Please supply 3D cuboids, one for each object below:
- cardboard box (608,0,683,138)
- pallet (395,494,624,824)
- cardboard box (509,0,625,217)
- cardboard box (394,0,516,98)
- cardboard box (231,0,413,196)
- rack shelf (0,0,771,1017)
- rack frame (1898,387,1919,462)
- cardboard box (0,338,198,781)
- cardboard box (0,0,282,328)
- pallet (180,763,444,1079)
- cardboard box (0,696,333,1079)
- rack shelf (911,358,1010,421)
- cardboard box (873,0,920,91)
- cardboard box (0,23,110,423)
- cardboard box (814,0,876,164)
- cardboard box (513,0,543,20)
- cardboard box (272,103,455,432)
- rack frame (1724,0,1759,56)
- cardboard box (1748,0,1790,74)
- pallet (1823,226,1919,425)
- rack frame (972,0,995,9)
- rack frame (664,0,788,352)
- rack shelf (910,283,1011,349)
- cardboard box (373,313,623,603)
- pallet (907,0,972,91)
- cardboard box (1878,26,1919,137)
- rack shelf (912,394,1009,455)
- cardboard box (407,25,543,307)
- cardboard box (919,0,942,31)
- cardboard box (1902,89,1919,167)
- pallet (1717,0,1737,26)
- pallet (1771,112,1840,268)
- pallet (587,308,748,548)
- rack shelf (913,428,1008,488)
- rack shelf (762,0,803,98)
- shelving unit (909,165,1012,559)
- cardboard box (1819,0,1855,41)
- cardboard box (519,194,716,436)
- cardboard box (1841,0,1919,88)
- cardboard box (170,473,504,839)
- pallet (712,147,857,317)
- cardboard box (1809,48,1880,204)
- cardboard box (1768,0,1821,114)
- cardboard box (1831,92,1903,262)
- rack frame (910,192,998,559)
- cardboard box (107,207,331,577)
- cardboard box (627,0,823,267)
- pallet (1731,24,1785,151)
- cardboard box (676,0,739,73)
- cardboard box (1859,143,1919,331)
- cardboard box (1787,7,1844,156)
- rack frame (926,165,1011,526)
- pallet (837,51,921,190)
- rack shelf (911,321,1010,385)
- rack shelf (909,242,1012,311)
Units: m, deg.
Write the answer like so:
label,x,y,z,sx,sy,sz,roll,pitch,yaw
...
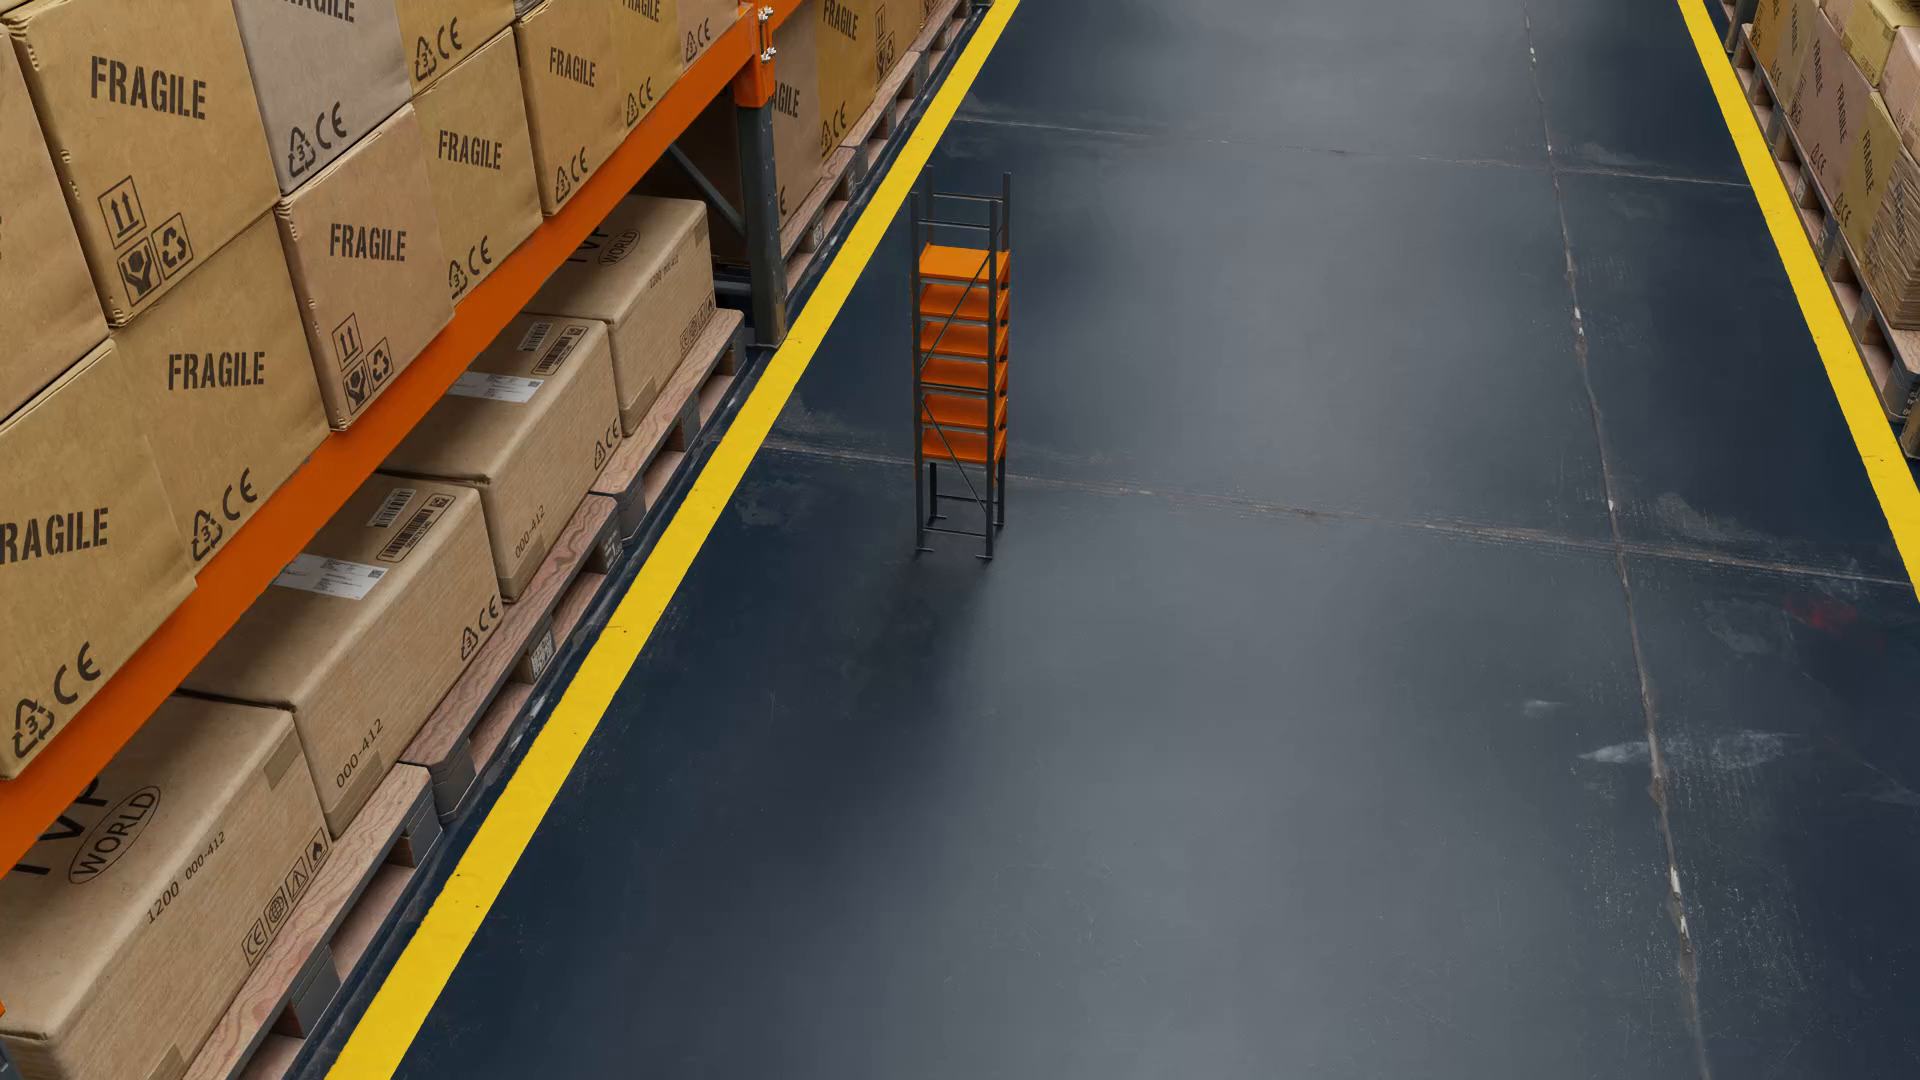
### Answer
label,x,y,z,sx,sy,sz,roll,pitch,yaw
cardboard box,-1.111,-1.466,4.631,0.500,0.500,0.500,6,36,9
pallet,-1.654,0.238,4.742,1.003,0.211,1.213,7,37,10
cardboard box,-1.204,-1.176,4.231,0.500,0.500,0.500,7,36,9
cardboard box,-1.319,-1.290,3.536,0.500,0.500,0.500,7,37,10
cardboard box,-1.425,-1.004,3.141,0.500,0.500,0.500,7,37,10
rack shelf,-1.584,-0.581,4.108,1.077,0.370,4.000,7,37,10
rack frame,3.700,-1.456,4.703,1.000,3.000,0.127,7,37,10
cardboard box,-1.629,-0.005,2.616,0.500,0.500,0.500,7,37,10
cardboard box,-1.527,-0.707,2.733,0.500,0.500,0.500,6,36,9
pallet,-1.917,0.935,3.780,1.003,0.211,1.213,7,37,10
cardboard box,-1.968,0.751,3.483,0.875,0.438,0.875,6,36,8
rack shelf,0.003,-0.458,4.935,0.258,0.103,0.180,7,37,10
cardboard box,-0.726,-2.725,7.907,0.875,0.875,0.875,8,37,11
cardboard box,-1.631,-0.410,2.323,0.500,0.500,0.500,7,36,9
cardboard box,-0.918,-2.213,7.200,0.875,0.875,0.875,8,37,11
cardboard box,-1.204,-1.576,3.931,0.500,0.500,0.500,8,37,11
cardboard box,-1.421,-0.588,3.420,0.500,0.500,0.500,7,37,10
rack frame,4.555,-3.749,7.867,1.000,3.000,0.127,7,37,10
cardboard box,4.154,-2.534,7.962,0.500,0.500,0.500,6,36,8
pallet,3.865,-0.774,6.138,1.003,0.211,1.213,7,37,10
rack frame,-0.303,-4.312,8.643,1.000,3.000,0.127,7,37,10
rack frame,-1.157,-2.019,5.479,1.000,3.000,0.127,7,37,10
rack shelf,0.003,-0.652,4.795,0.258,0.103,0.180,7,37,10
cardboard box,-1.587,-0.292,4.922,0.875,0.438,0.875,6,36,9
pallet,-0.545,-2.740,8.851,1.003,0.211,1.213,7,37,10
cardboard box,3.735,-1.669,6.131,0.500,0.250,0.500,9,37,12
rack shelf,0.003,-0.361,5.006,0.258,0.103,0.180,7,37,10
cardboard box,-1.331,-0.877,3.819,0.500,0.500,0.500,8,37,12
cardboard box,-0.531,-3.236,8.612,0.875,0.875,0.875,7,37,10
cardboard box,3.612,-1.377,5.726,0.500,0.250,0.500,6,36,9
pallet,4.797,-3.063,9.296,1.003,0.211,1.213,7,37,10
pallet,4.123,-1.475,7.106,1.003,0.211,1.213,7,37,10
pallet,-1.396,-0.464,5.710,1.003,0.211,1.213,7,37,10
rack shelf,0.003,-0.264,5.076,0.258,0.103,0.180,7,37,10
rack shelf,-0.730,-2.874,7.273,1.077,0.370,4.000,7,37,10
shelving unit,0.003,-0.494,4.909,0.258,1.200,0.189,7,37,10
cardboard box,3.944,-2.273,6.964,0.500,0.250,0.500,8,37,10
cardboard box,-1.396,-0.805,5.630,0.875,0.438,0.875,7,36,9
cardboard box,3.834,-1.974,6.551,0.500,0.250,0.500,6,36,8
cardboard box,-1.781,0.225,4.209,0.875,0.438,0.875,8,37,11
pallet,-1.066,-1.342,6.921,1.003,0.211,1.213,7,37,10
cardboard box,3.836,-1.658,6.753,0.500,0.500,0.500,7,36,9
cardboard box,4.050,-2.245,7.564,0.500,0.500,0.500,8,37,11
cardboard box,3.722,-1.364,6.348,0.500,0.500,0.500,6,36,9
rack frame,-0.016,-0.442,4.837,0.240,1.200,0.006,7,37,10
cardboard box,-1.548,-0.299,3.021,0.500,0.500,0.500,7,36,9
cardboard box,-1.103,-1.694,6.484,0.875,0.875,0.875,8,37,11
pallet,4.386,-2.173,8.068,1.003,0.211,1.213,7,37,10
cardboard box,-1.007,-1.761,5.039,0.500,0.500,0.500,8,37,10
cardboard box,3.612,-1.070,5.943,0.500,0.500,0.500,7,36,9
cardboard box,3.945,-1.950,7.157,0.500,0.500,0.500,6,36,9
rack frame,0.023,-0.547,4.982,0.240,1.200,0.006,7,37,10
pallet,-0.808,-2.043,7.889,1.003,0.211,1.213,7,37,10
rack shelf,0.003,-0.555,4.865,0.258,0.103,0.180,7,37,10
rack shelf,0.003,-0.750,4.724,0.258,0.103,0.180,7,37,10
